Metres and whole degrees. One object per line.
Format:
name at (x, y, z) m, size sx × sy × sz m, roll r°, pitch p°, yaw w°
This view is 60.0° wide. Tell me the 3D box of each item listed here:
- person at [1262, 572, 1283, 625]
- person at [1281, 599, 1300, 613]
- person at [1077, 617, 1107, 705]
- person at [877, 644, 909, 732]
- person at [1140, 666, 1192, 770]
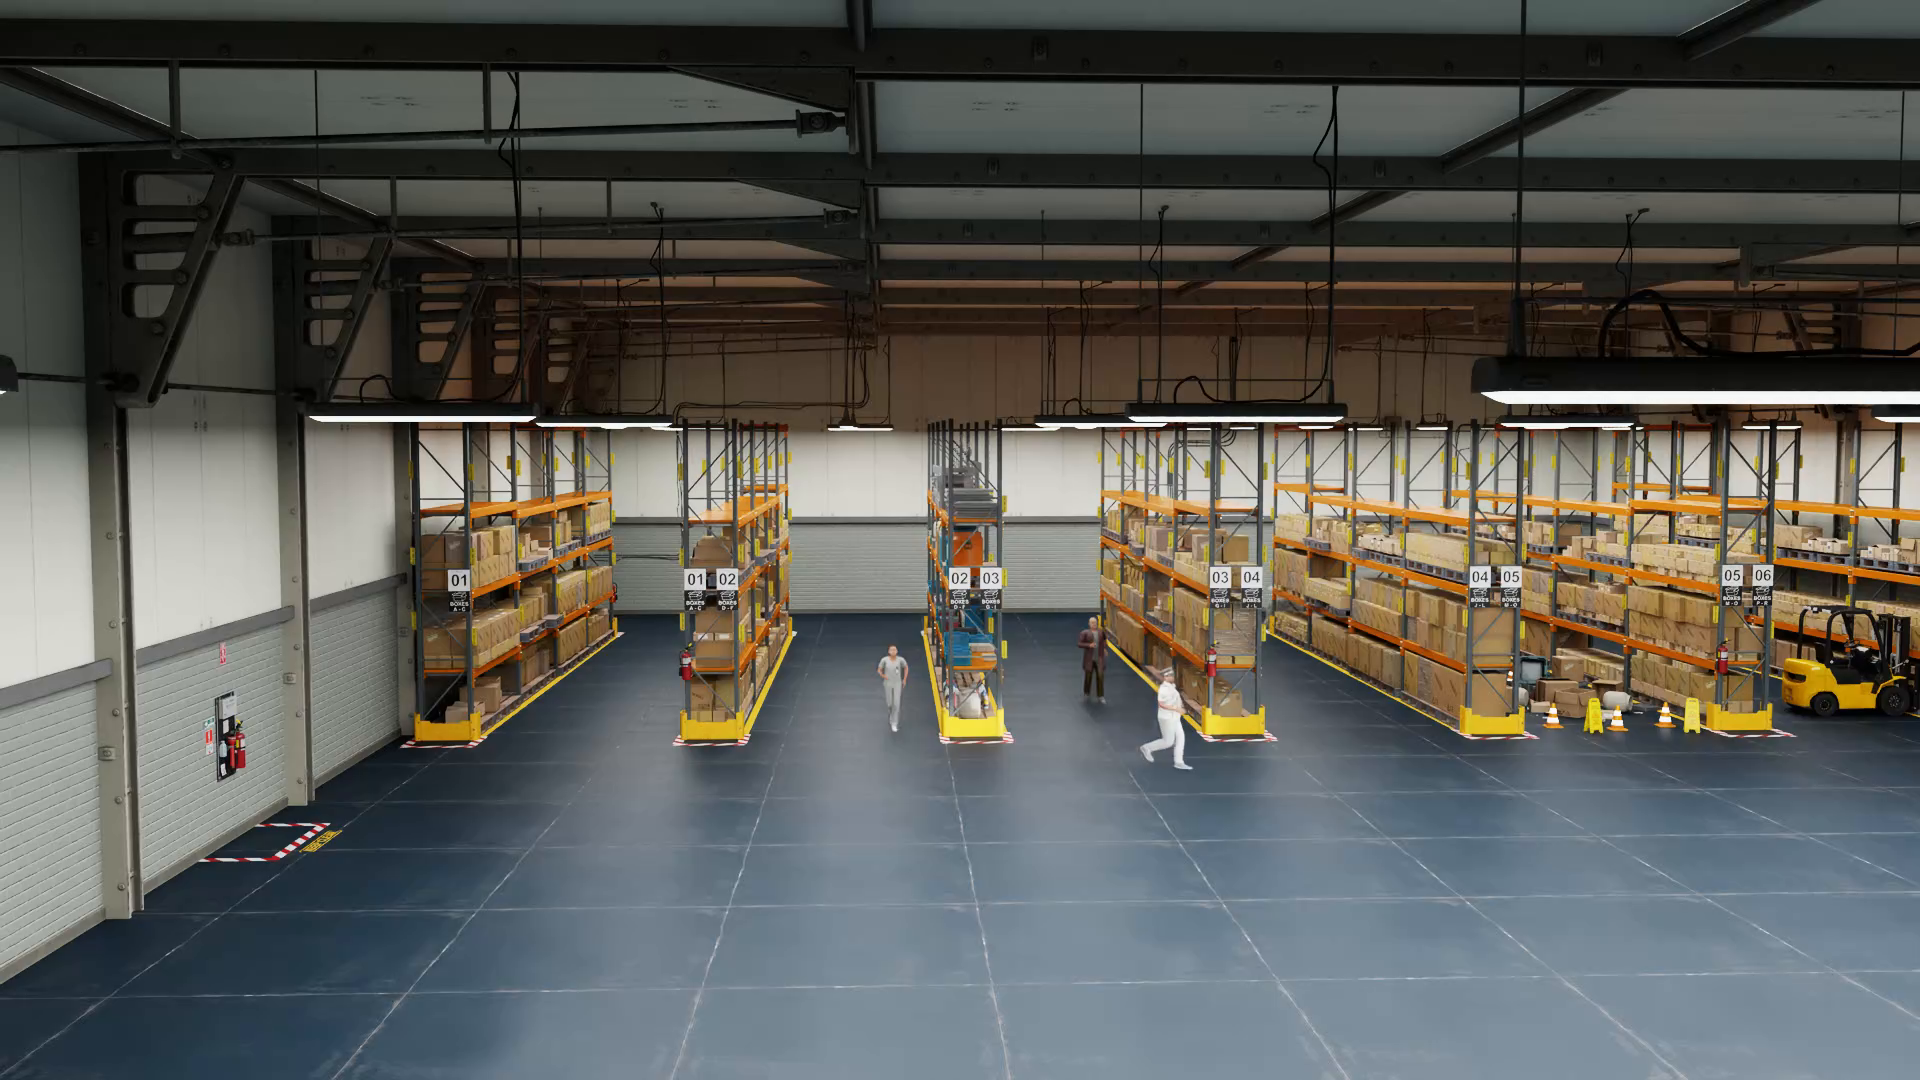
person at (9.323, 1.729, 48.980) m, size 0.869 × 1.727 × 0.862 m, roll 0°, pitch 4°, yaw 0°
person at (9.803, 1.769, 48.922) m, size 0.789 × 1.685 × 0.610 m, roll -1°, pitch 4°, yaw -10°
person at (2.826, 2.540, 35.326) m, size 0.708 × 1.799 × 0.929 m, roll -1°, pitch 4°, yaw -9°
person at (-1.304, 2.839, 32.319) m, size 0.604 × 1.667 × 0.835 m, roll 0°, pitch 4°, yaw 0°
person at (3.533, 3.032, 28.363) m, size 0.888 × 1.775 × 0.665 m, roll 1°, pitch 4°, yaw 22°
